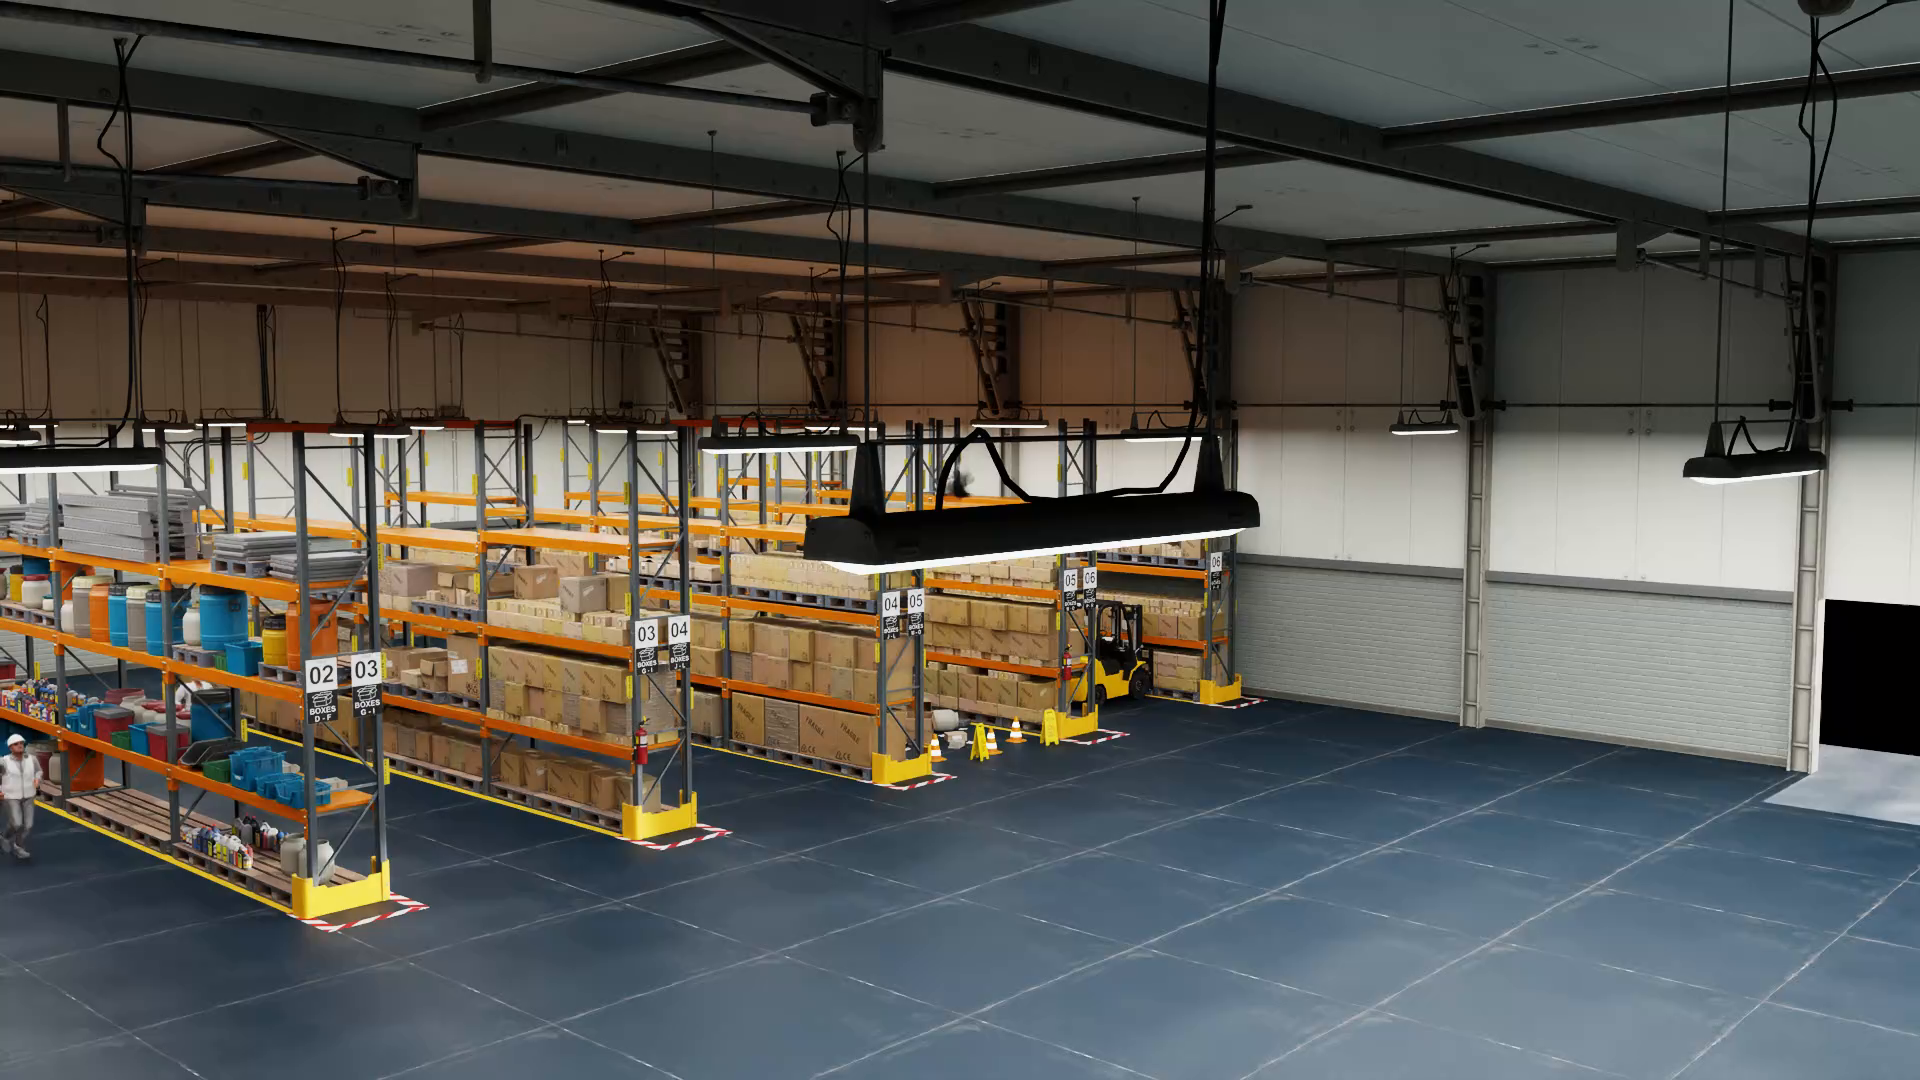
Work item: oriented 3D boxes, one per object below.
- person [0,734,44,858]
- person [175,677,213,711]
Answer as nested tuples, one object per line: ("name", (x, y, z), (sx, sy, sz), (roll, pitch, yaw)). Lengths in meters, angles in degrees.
("person", (-13.073, 3.570, 23.119), (0.542, 1.743, 0.703), (4, 6, 40))
("person", (-13.260, 3.099, 28.953), (0.633, 1.747, 0.723), (3, 6, 35))
